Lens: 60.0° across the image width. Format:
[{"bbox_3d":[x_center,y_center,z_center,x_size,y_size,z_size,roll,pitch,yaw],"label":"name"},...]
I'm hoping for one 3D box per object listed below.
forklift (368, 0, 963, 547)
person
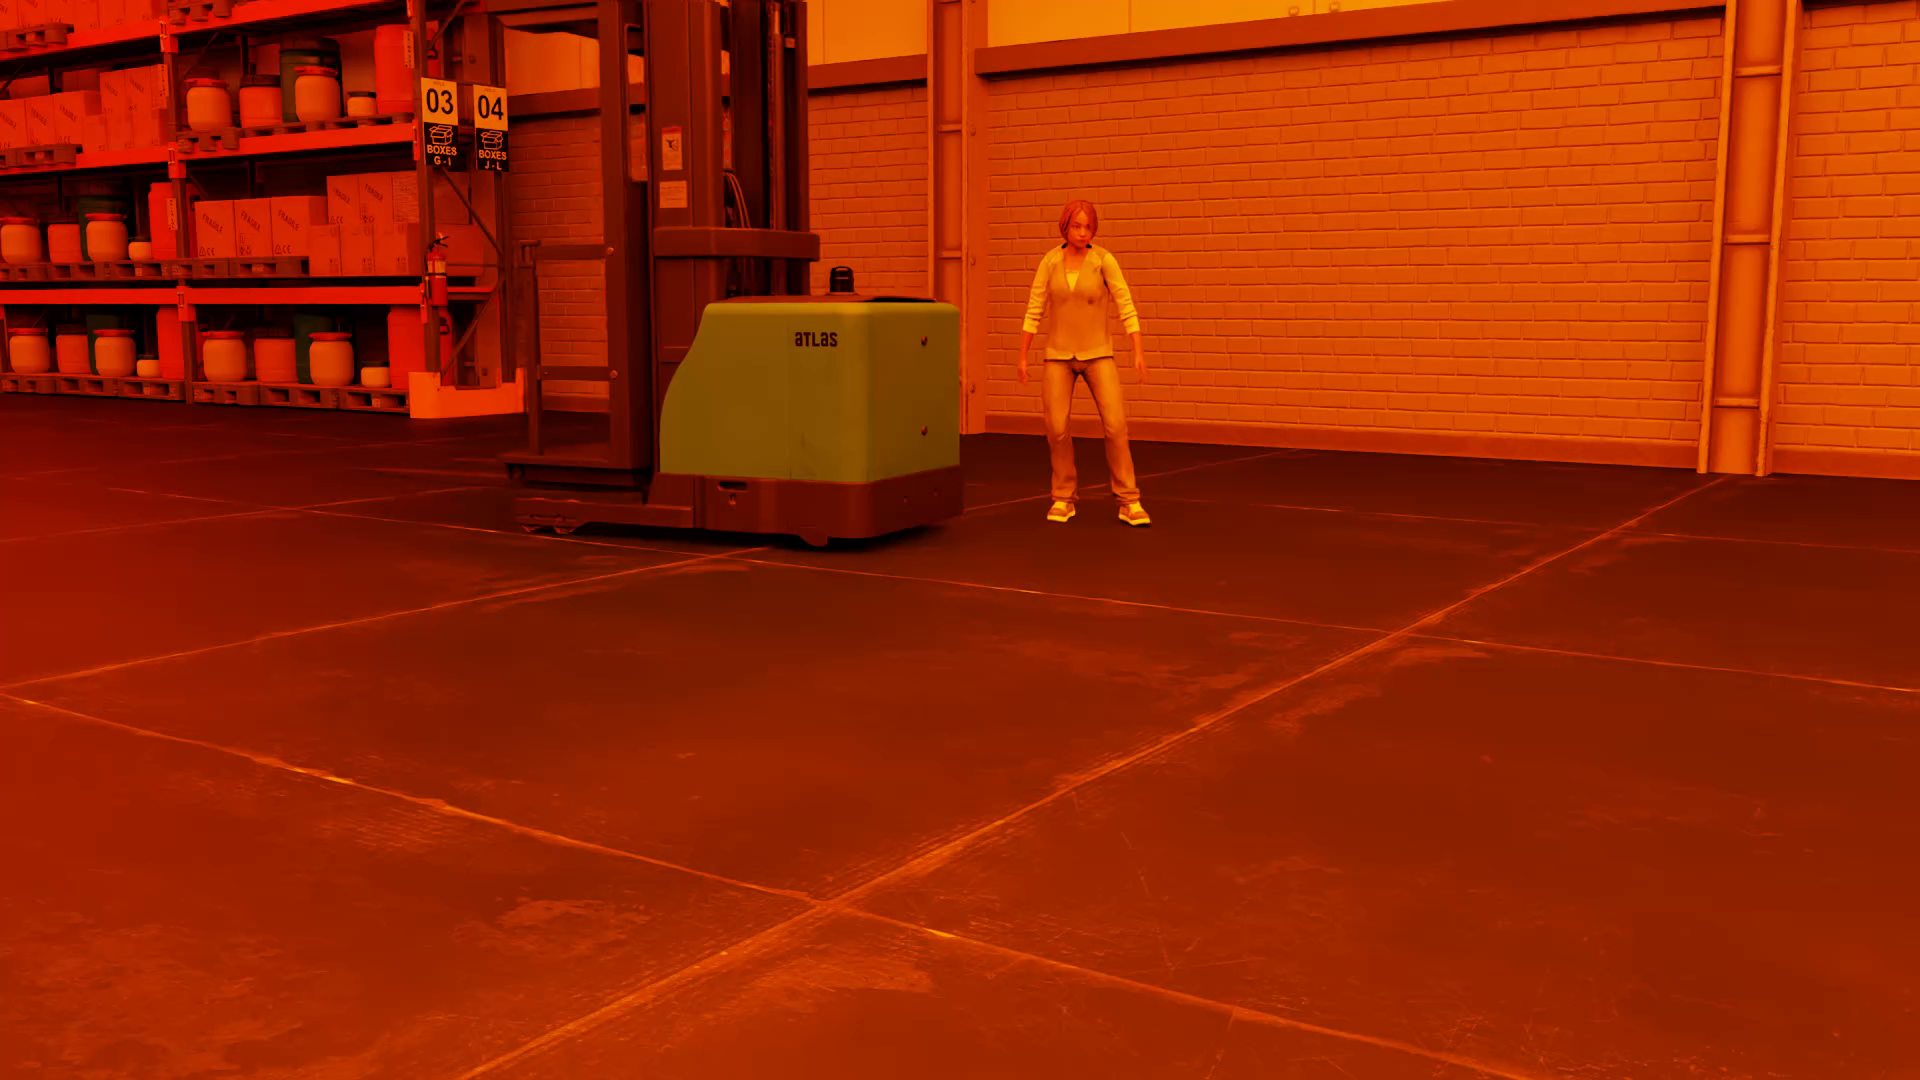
[{"bbox_3d":[-1.542,-1.539,8.018,3.031,2.935,1.130,4,9,26],"label":"forklift"},{"bbox_3d":[0.611,-0.870,8.166,0.690,1.572,0.346,2,8,11],"label":"person"}]
